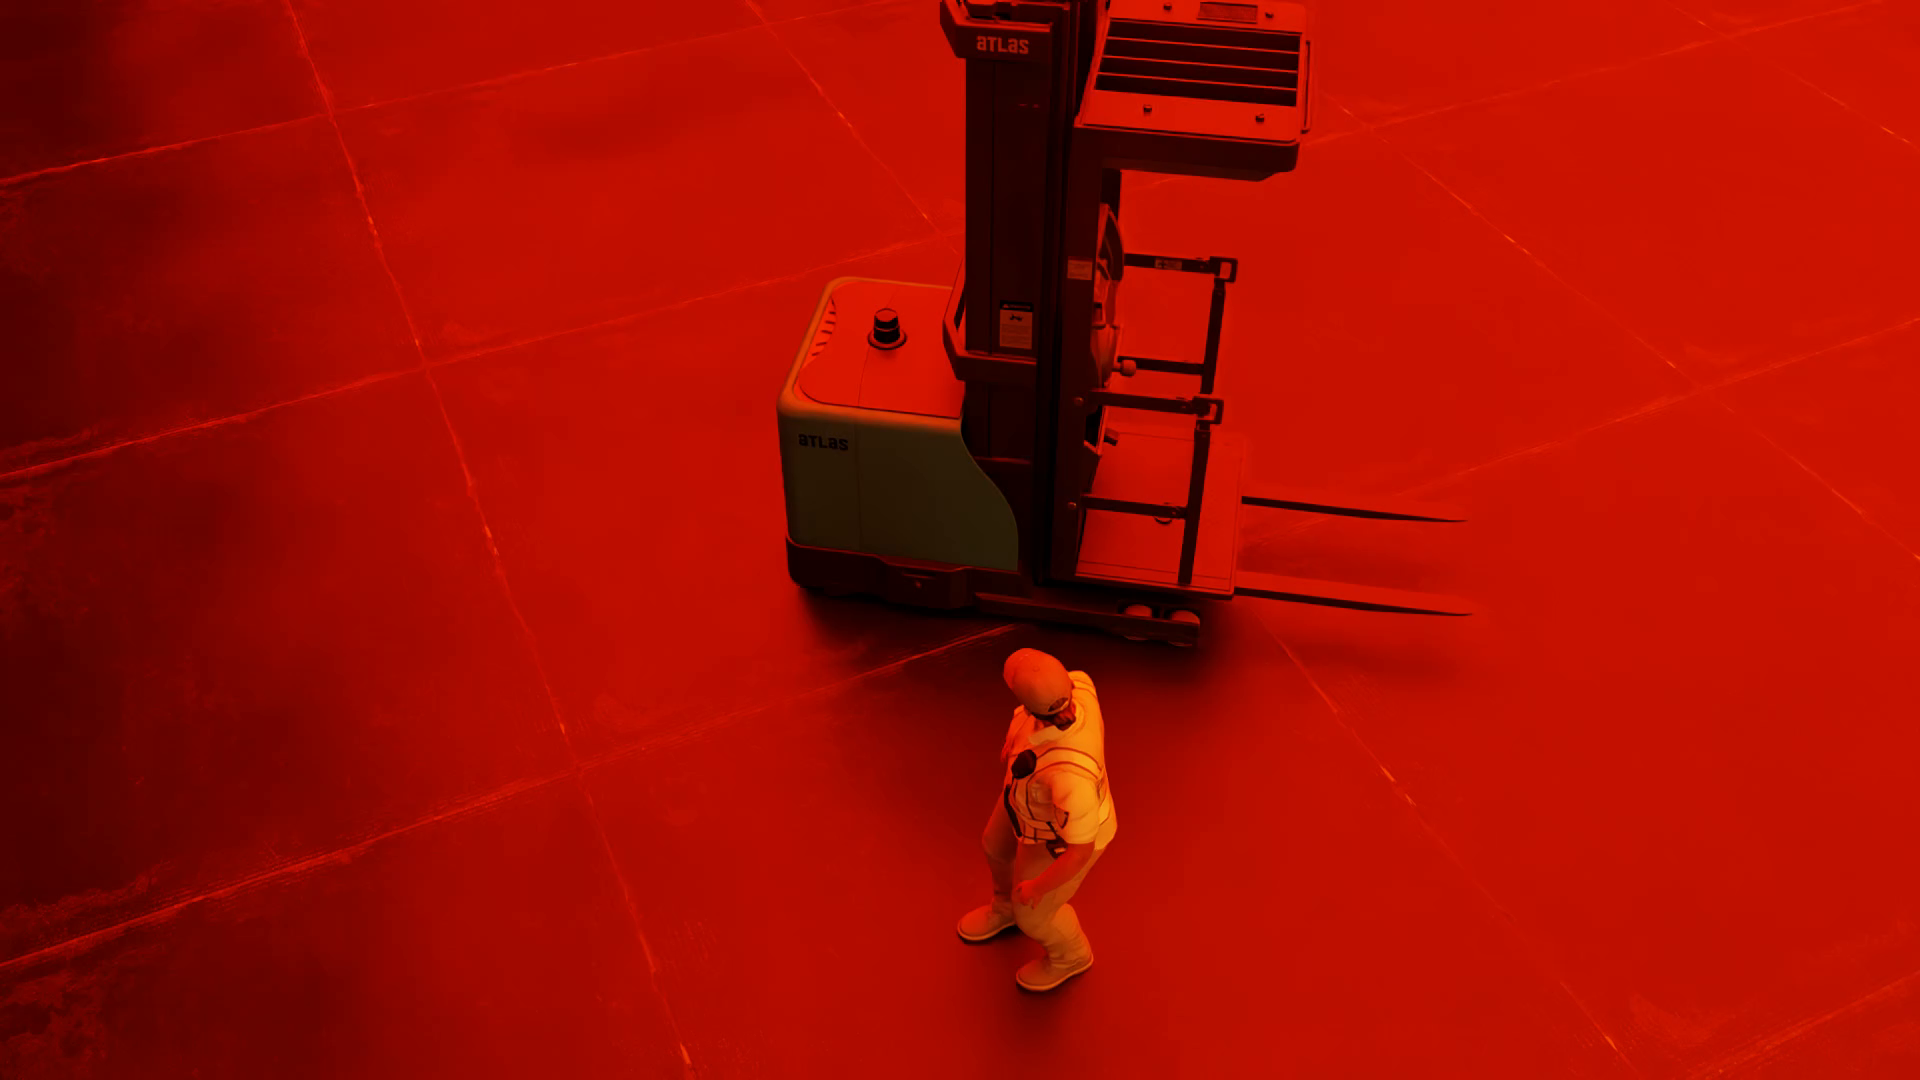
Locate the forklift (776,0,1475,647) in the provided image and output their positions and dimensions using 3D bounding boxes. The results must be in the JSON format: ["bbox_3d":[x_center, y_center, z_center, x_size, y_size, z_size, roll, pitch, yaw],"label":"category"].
[{"bbox_3d":[0.786,-0.996,6.747,3.031,2.935,1.130,7,43,7],"label":"forklift"}]

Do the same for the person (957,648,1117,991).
[{"bbox_3d":[0.270,0.963,5.602,0.512,1.641,0.673,-7,43,-7],"label":"person"}]
